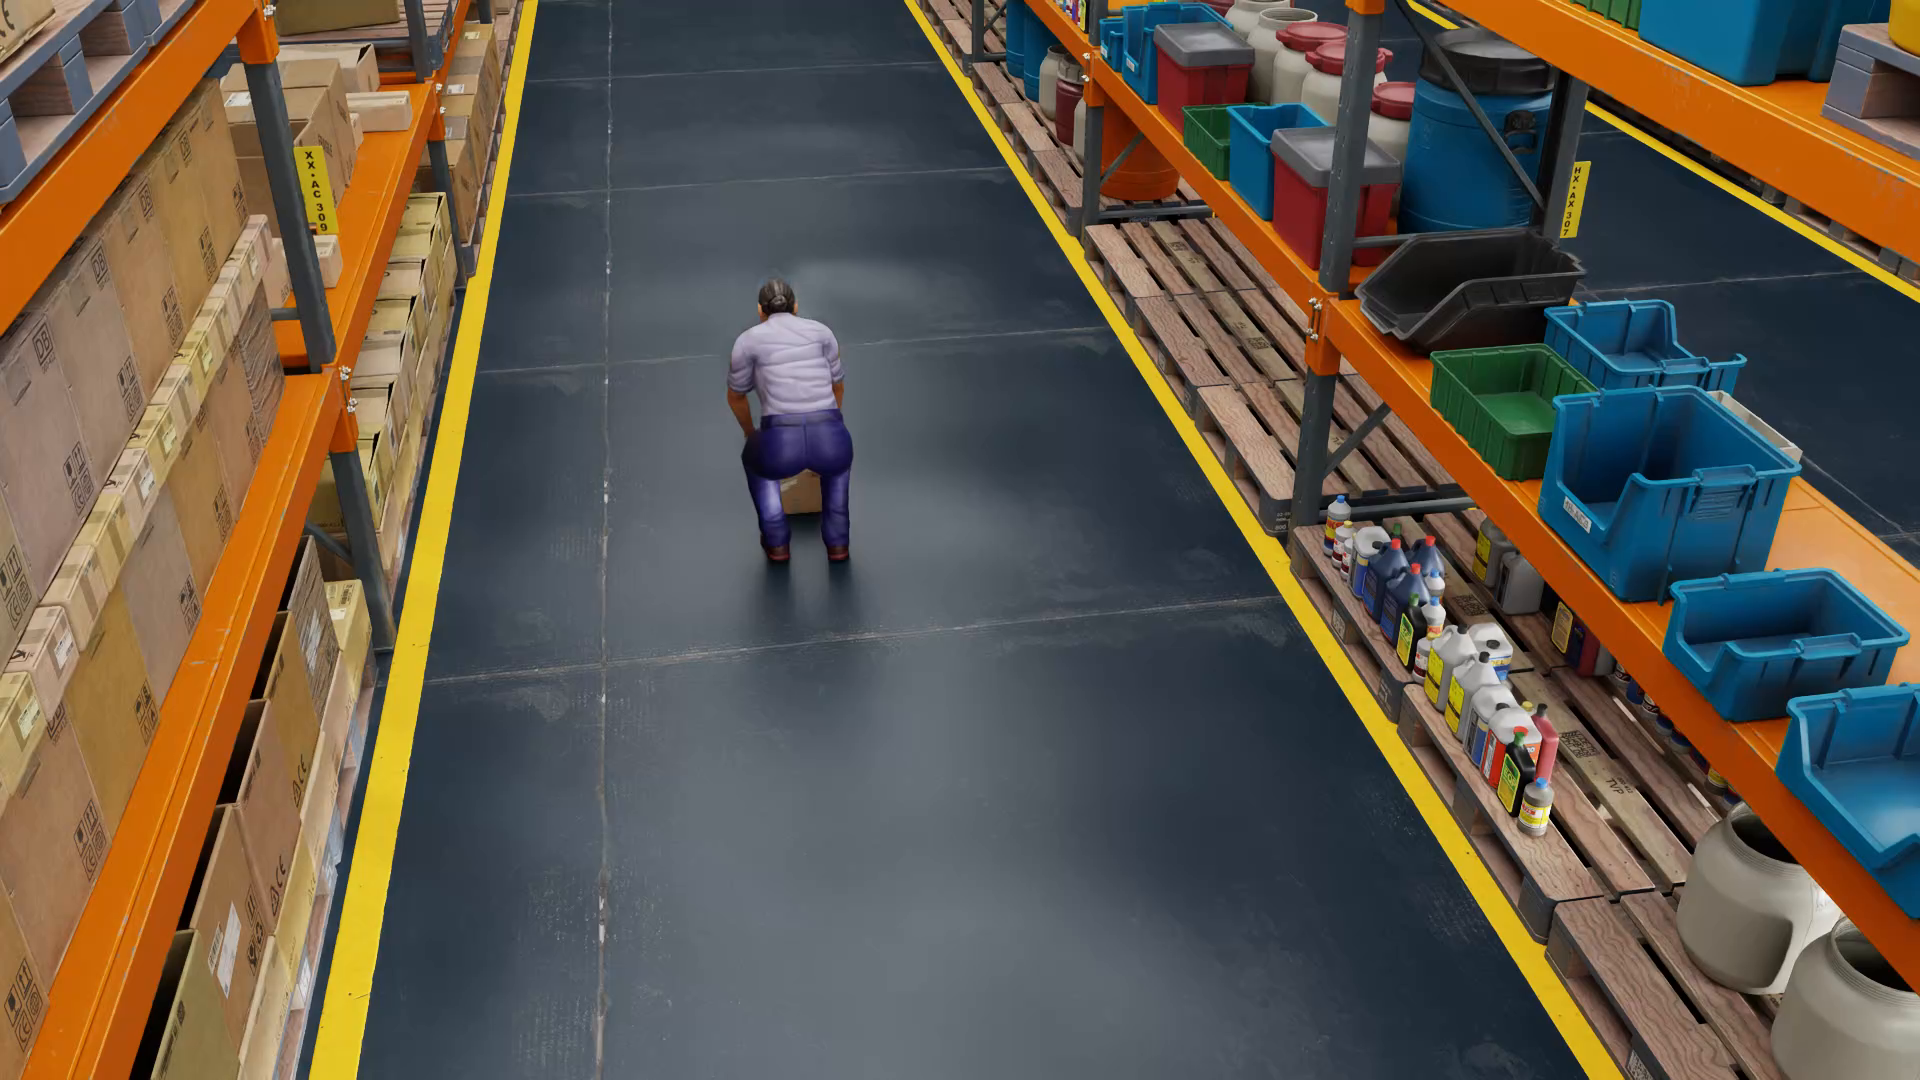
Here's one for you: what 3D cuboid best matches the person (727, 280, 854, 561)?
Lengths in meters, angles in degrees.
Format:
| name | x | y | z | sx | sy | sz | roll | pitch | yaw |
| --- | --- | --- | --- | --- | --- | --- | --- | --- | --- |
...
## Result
| name | x | y | z | sx | sy | sz | roll | pitch | yaw |
| --- | --- | --- | --- | --- | --- | --- | --- | --- | --- |
| person | -0.751 | -0.490 | 7.413 | 0.539 | 1.198 | 0.742 | -5 | 31 | -9 |
